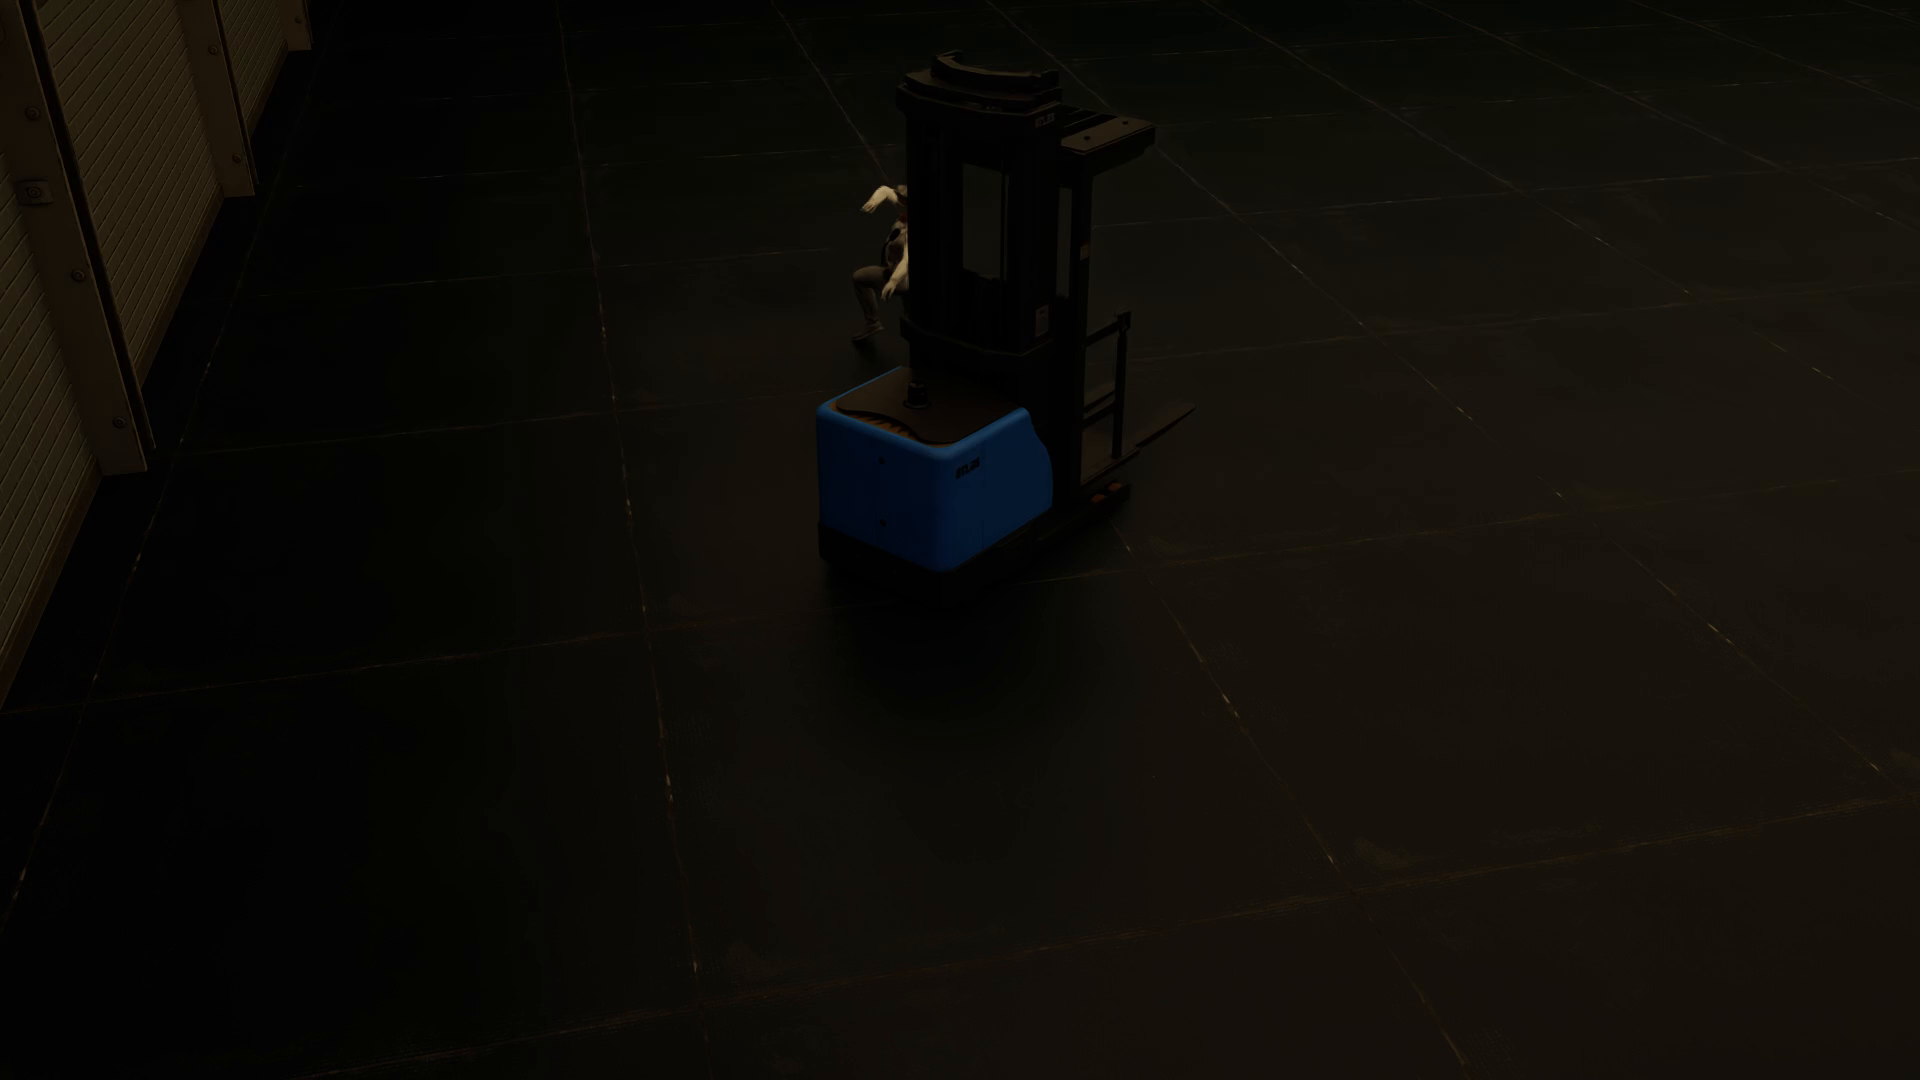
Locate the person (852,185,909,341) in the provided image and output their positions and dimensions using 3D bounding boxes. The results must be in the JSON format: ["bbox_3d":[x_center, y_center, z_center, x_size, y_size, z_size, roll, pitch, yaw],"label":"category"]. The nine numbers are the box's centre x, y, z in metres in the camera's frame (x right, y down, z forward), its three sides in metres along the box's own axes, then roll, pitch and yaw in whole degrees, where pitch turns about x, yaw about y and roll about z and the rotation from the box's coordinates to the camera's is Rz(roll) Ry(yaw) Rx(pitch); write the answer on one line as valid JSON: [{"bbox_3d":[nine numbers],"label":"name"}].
[{"bbox_3d":[-0.588,-1.967,12.529,0.931,1.378,0.889,19,35,29],"label":"person"}]

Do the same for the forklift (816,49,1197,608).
[{"bbox_3d":[0.457,-1.541,10.236,1.130,2.935,3.031,22,37,33],"label":"forklift"}]
